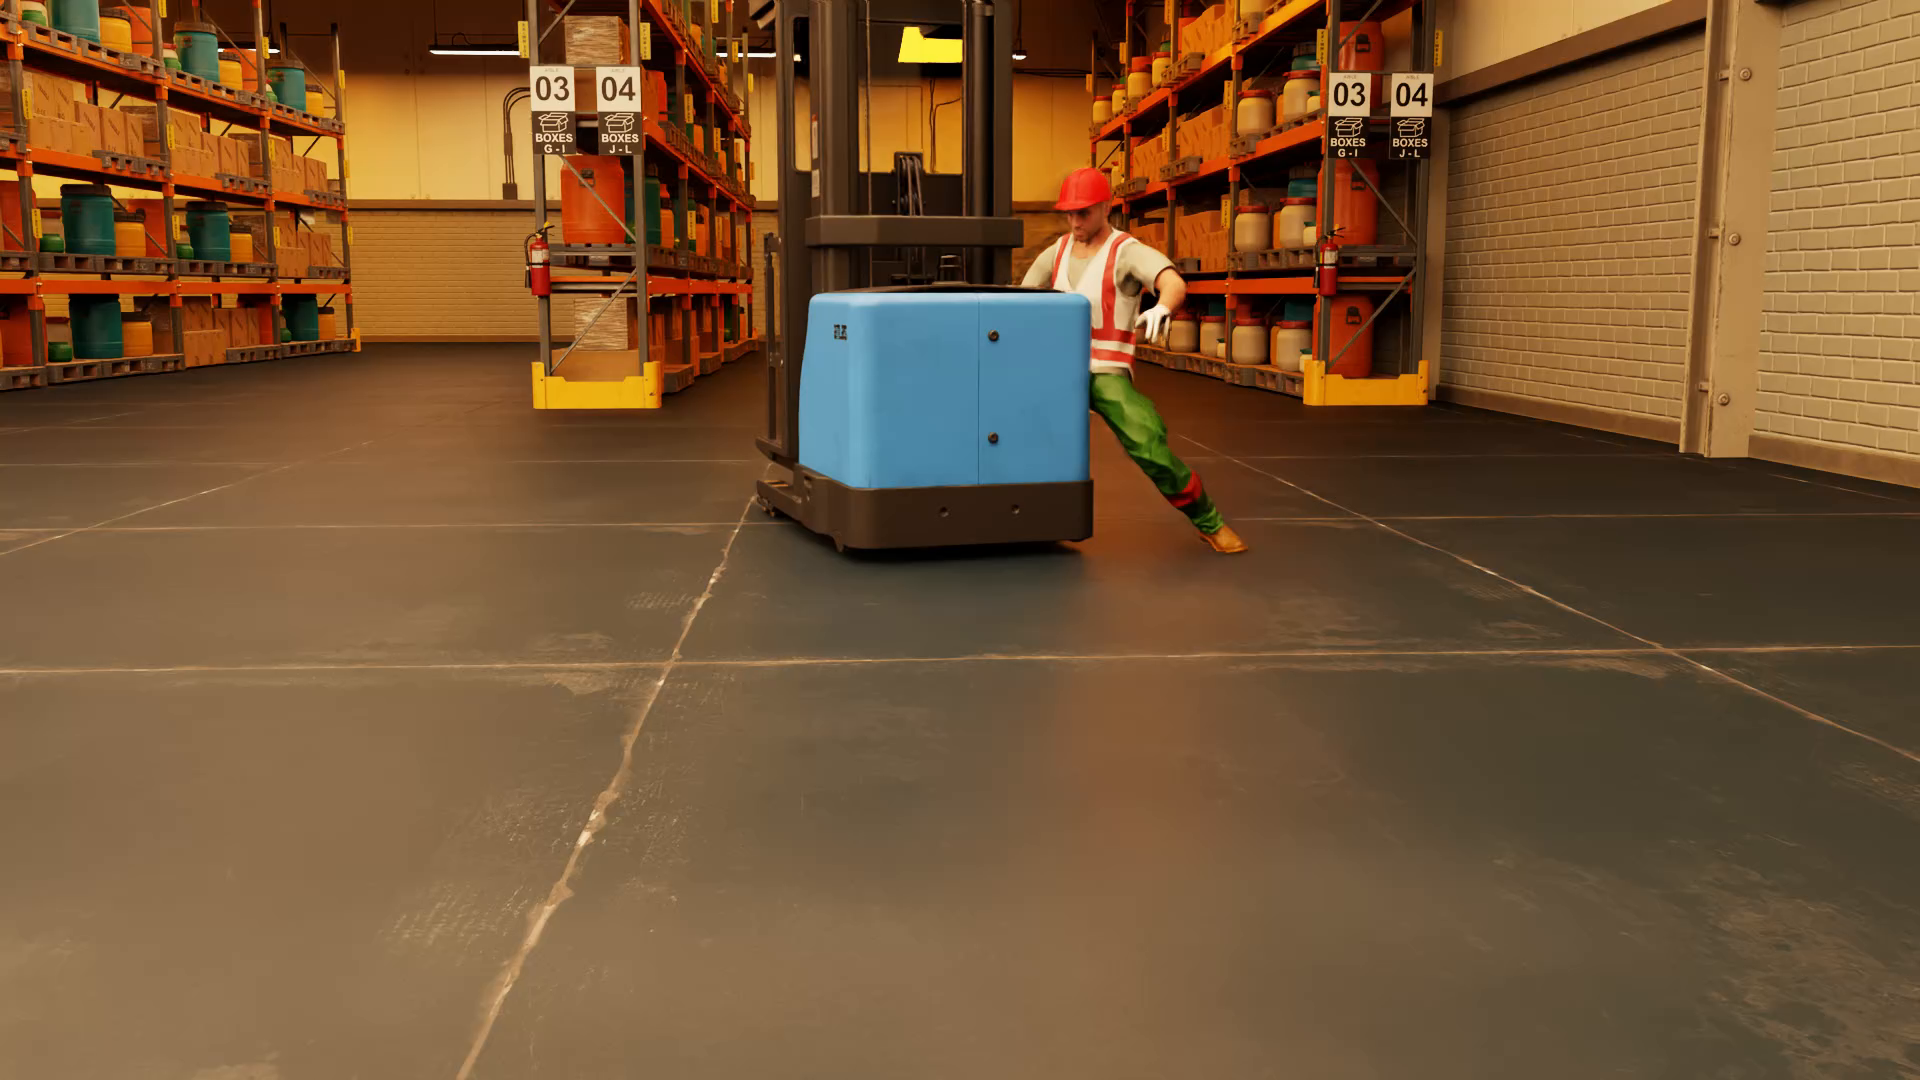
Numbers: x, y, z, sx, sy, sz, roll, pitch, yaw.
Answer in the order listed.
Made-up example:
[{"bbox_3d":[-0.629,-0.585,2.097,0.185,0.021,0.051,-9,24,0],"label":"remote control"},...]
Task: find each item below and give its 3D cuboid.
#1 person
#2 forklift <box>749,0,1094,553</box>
[{"bbox_3d":[0.519,-0.724,6.835,1.158,1.591,1.004,6,10,35],"label":"person"},{"bbox_3d":[-0.375,-1.574,7.929,1.130,2.935,3.031,-3,9,-17],"label":"forklift"}]
